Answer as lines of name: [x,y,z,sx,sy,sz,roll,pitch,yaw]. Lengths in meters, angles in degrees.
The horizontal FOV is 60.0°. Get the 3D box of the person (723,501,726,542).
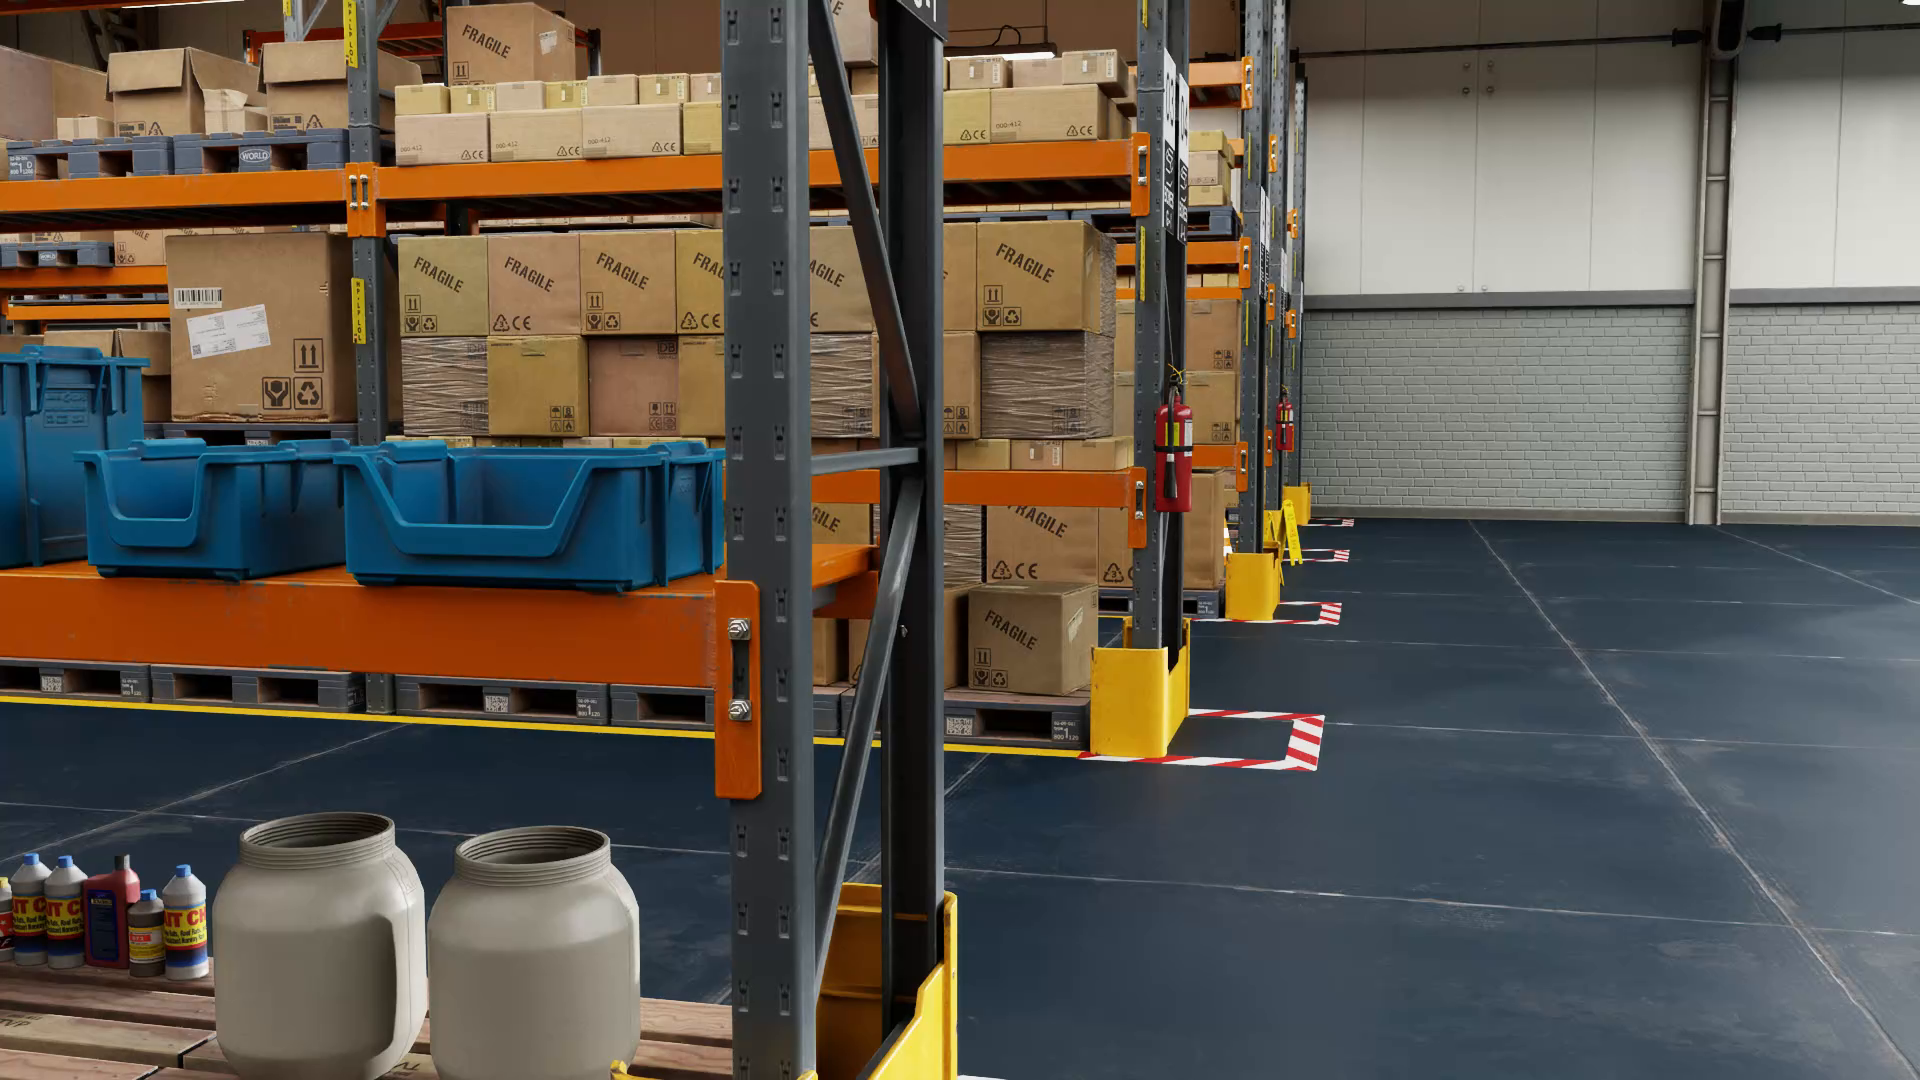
person: [-1.385,-0.135,10.554,0.538,1.768,0.655,1,5,16]
